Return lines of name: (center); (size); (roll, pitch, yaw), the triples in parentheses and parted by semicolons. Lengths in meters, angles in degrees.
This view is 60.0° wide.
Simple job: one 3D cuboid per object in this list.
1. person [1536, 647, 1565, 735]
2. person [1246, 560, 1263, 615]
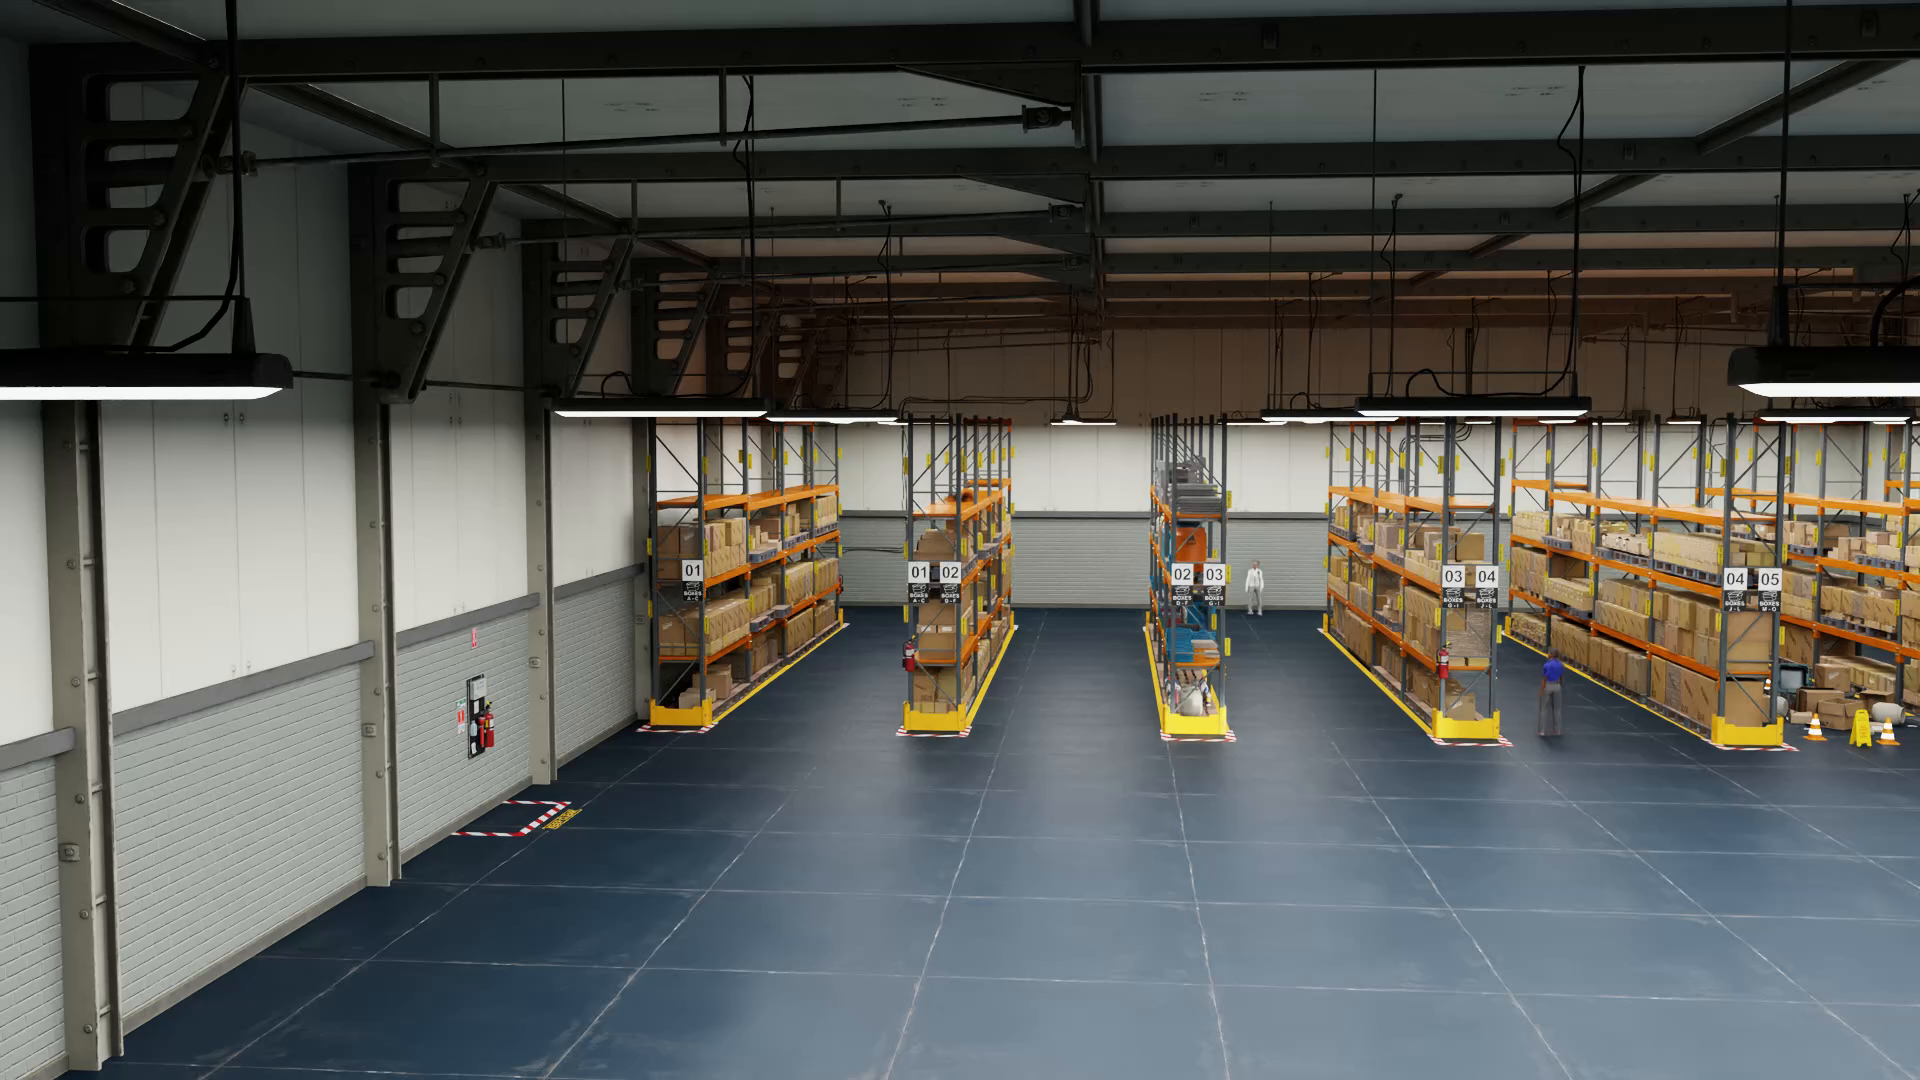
person: (11.013, 2.827, 30.992); (0.468, 1.658, 0.409); (0, 4, 0)
person: (9.046, 1.464, 51.055); (0.532, 1.702, 0.390); (0, 4, -6)
